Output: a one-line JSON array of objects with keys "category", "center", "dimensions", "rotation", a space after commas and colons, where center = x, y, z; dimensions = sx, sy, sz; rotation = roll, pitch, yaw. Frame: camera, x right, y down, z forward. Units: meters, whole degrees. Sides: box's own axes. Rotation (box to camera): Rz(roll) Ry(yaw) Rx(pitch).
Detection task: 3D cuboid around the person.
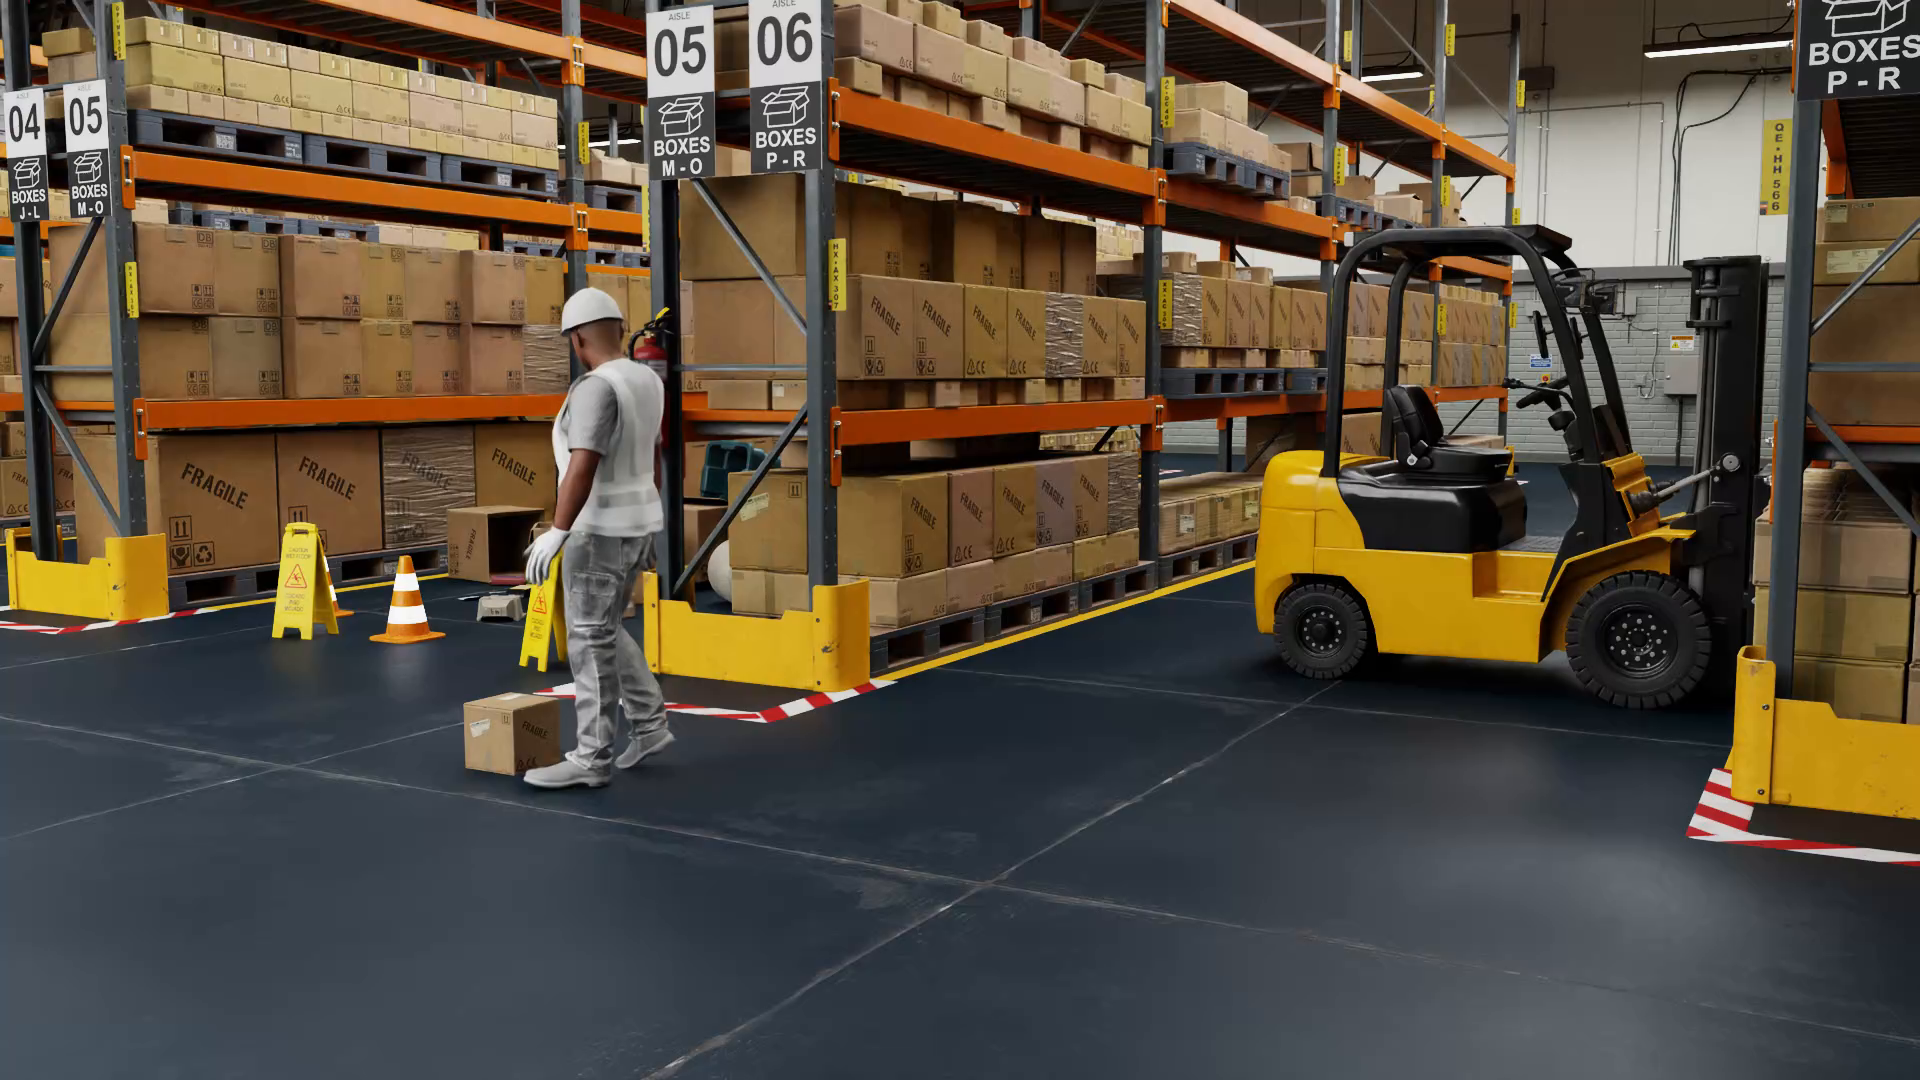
[{"category": "person", "center": [-1.315, -0.002, 5.997], "dimensions": [0.461, 1.804, 0.651], "rotation": [1, 6, 8]}]
